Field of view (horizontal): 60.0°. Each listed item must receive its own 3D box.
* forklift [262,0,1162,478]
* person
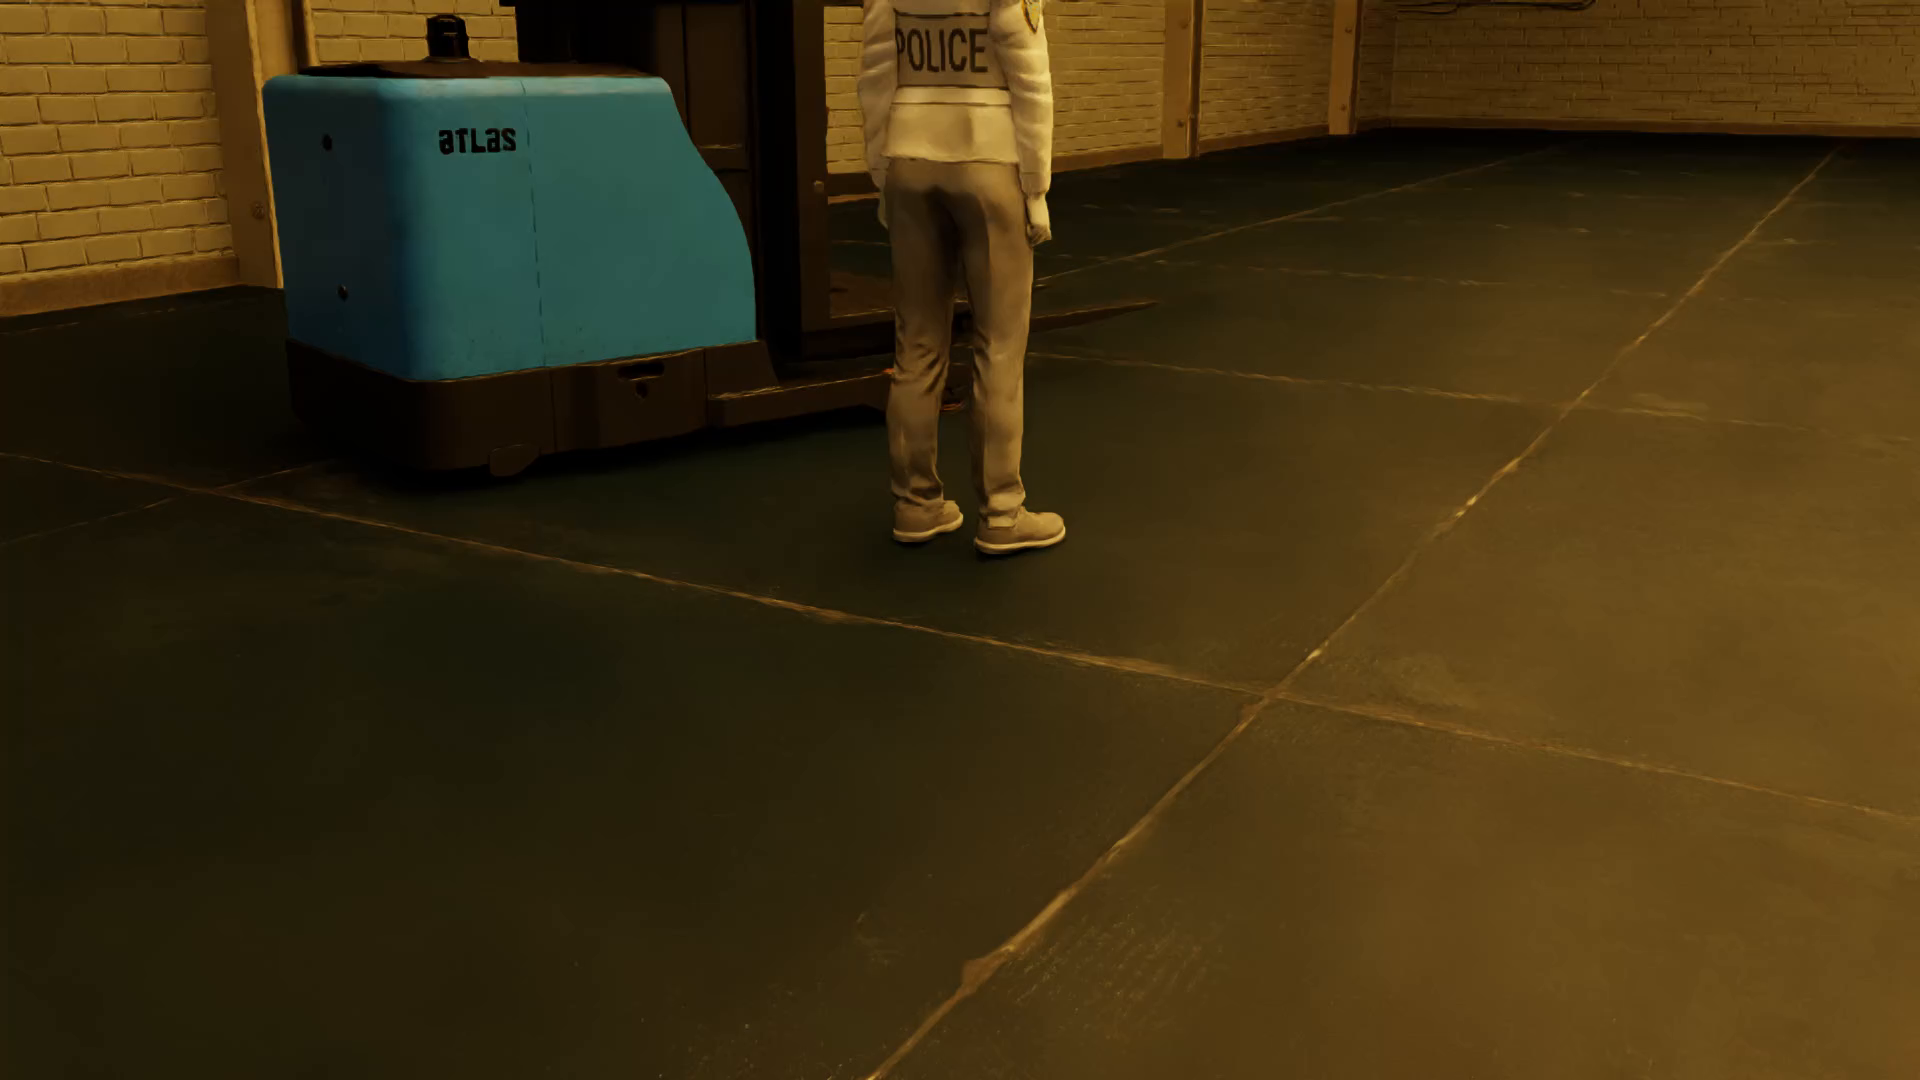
[{"bbox_3d":[-0.595,-1.898,5.297,3.031,2.935,1.130,-14,21,-39],"label":"forklift"},{"bbox_3d":[0.006,-0.813,3.816,0.463,1.692,0.337,9,19,28],"label":"person"}]
